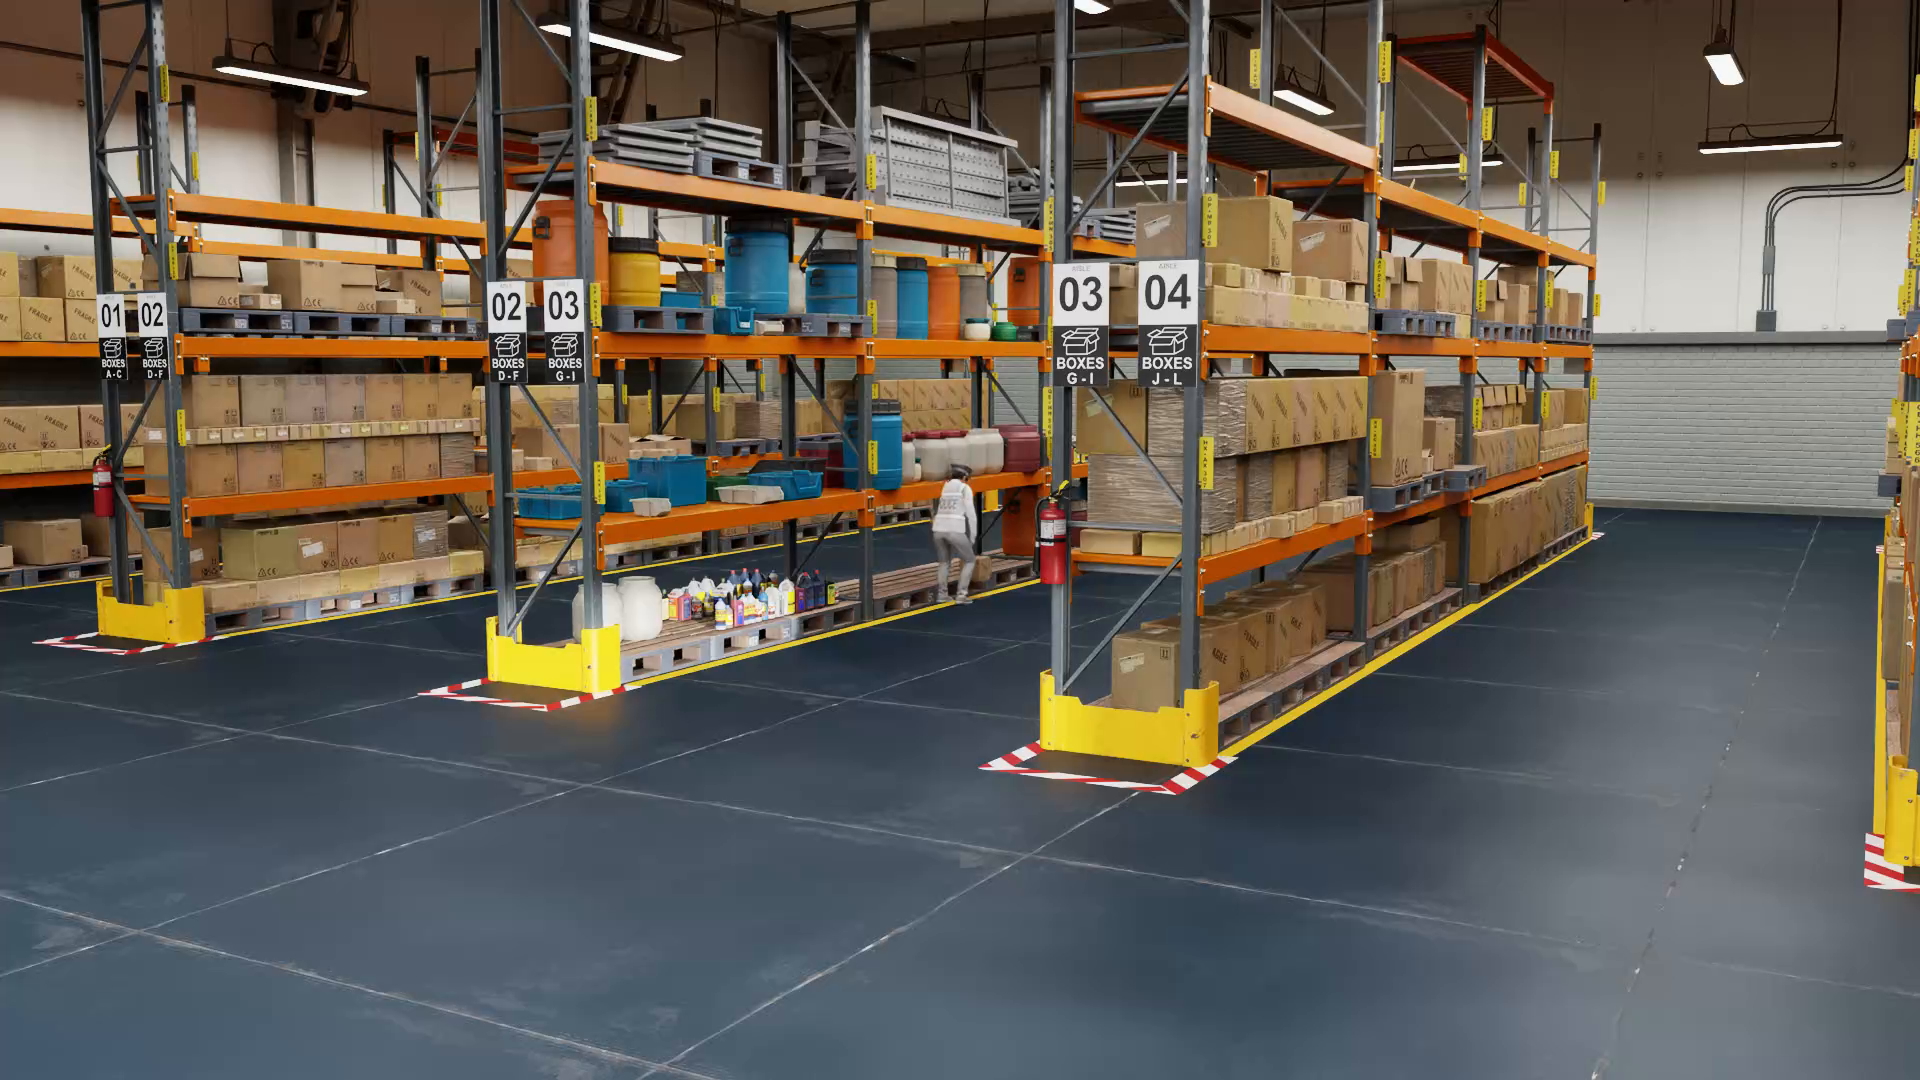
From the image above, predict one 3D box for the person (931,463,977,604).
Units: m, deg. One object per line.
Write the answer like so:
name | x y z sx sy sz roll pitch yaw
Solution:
person | -0.076 -0.066 17.823 0.529 1.501 0.613 3 7 29
